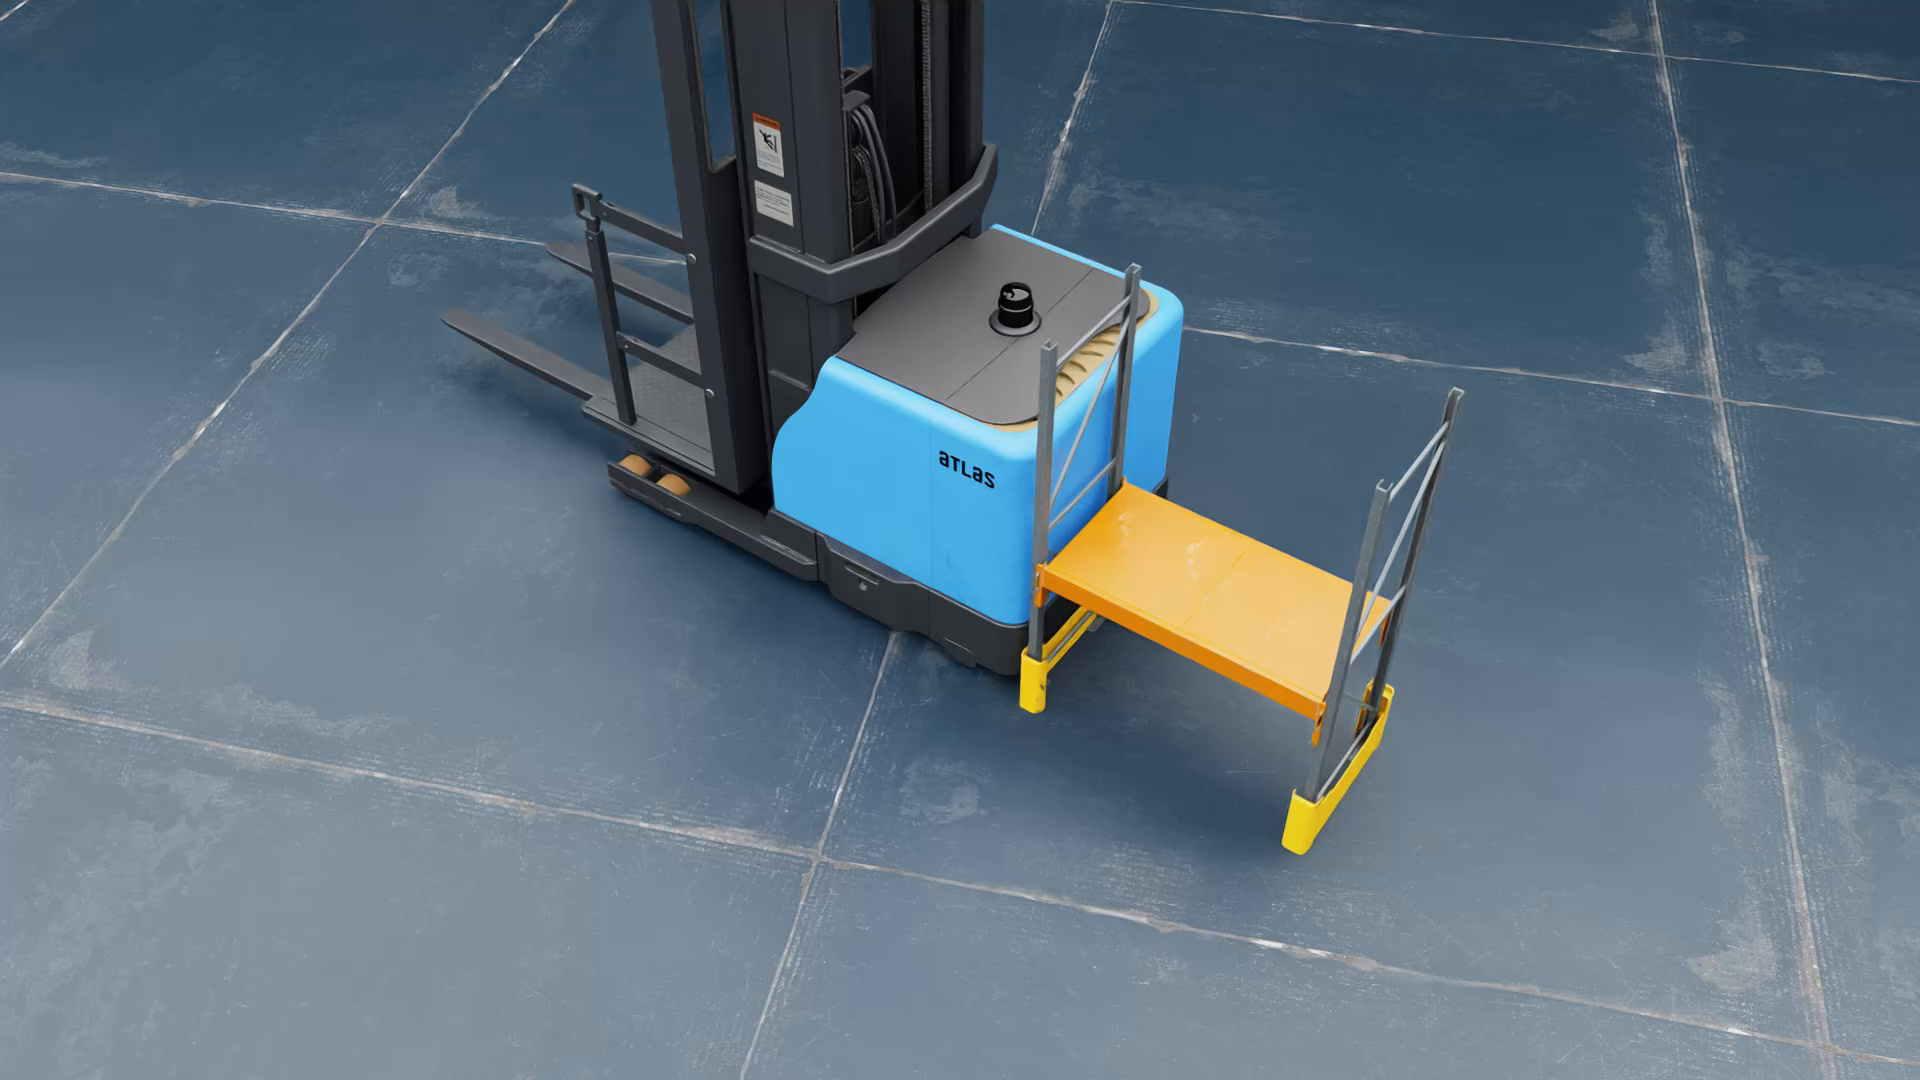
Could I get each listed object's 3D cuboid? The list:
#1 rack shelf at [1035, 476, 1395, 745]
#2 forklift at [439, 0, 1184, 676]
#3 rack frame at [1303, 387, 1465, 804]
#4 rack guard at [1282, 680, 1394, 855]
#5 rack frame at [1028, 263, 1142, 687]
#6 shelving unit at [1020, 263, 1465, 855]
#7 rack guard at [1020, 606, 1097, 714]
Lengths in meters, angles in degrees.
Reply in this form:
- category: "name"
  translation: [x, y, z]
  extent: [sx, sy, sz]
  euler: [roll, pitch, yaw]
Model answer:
- category: "rack shelf"
  translation: [0.797, 0.198, 5.222]
  extent: [1.000, 0.185, 0.538]
  euler: [26, 50, 25]
- category: "forklift"
  translation: [-0.734, -1.414, 5.605]
  extent: [3.031, 2.935, 1.130]
  euler: [26, 50, 24]
- category: "rack frame"
  translation: [1.212, 0.272, 4.886]
  extent: [0.032, 1.500, 0.500]
  euler: [26, 50, 25]
- category: "rack guard"
  translation: [1.211, 0.722, 5.320]
  extent: [0.087, 0.250, 0.587]
  euler: [26, 50, 25]
- category: "rack frame"
  translation: [0.382, -0.135, 5.309]
  extent: [0.032, 1.500, 0.500]
  euler: [26, 50, 25]
- category: "shelving unit"
  translation: [0.804, 0.072, 5.094]
  extent: [1.083, 1.500, 0.587]
  euler: [26, 50, 25]
- category: "rack guard"
  translation: [0.398, 0.323, 5.734]
  extent: [0.087, 0.250, 0.587]
  euler: [26, 50, 25]
